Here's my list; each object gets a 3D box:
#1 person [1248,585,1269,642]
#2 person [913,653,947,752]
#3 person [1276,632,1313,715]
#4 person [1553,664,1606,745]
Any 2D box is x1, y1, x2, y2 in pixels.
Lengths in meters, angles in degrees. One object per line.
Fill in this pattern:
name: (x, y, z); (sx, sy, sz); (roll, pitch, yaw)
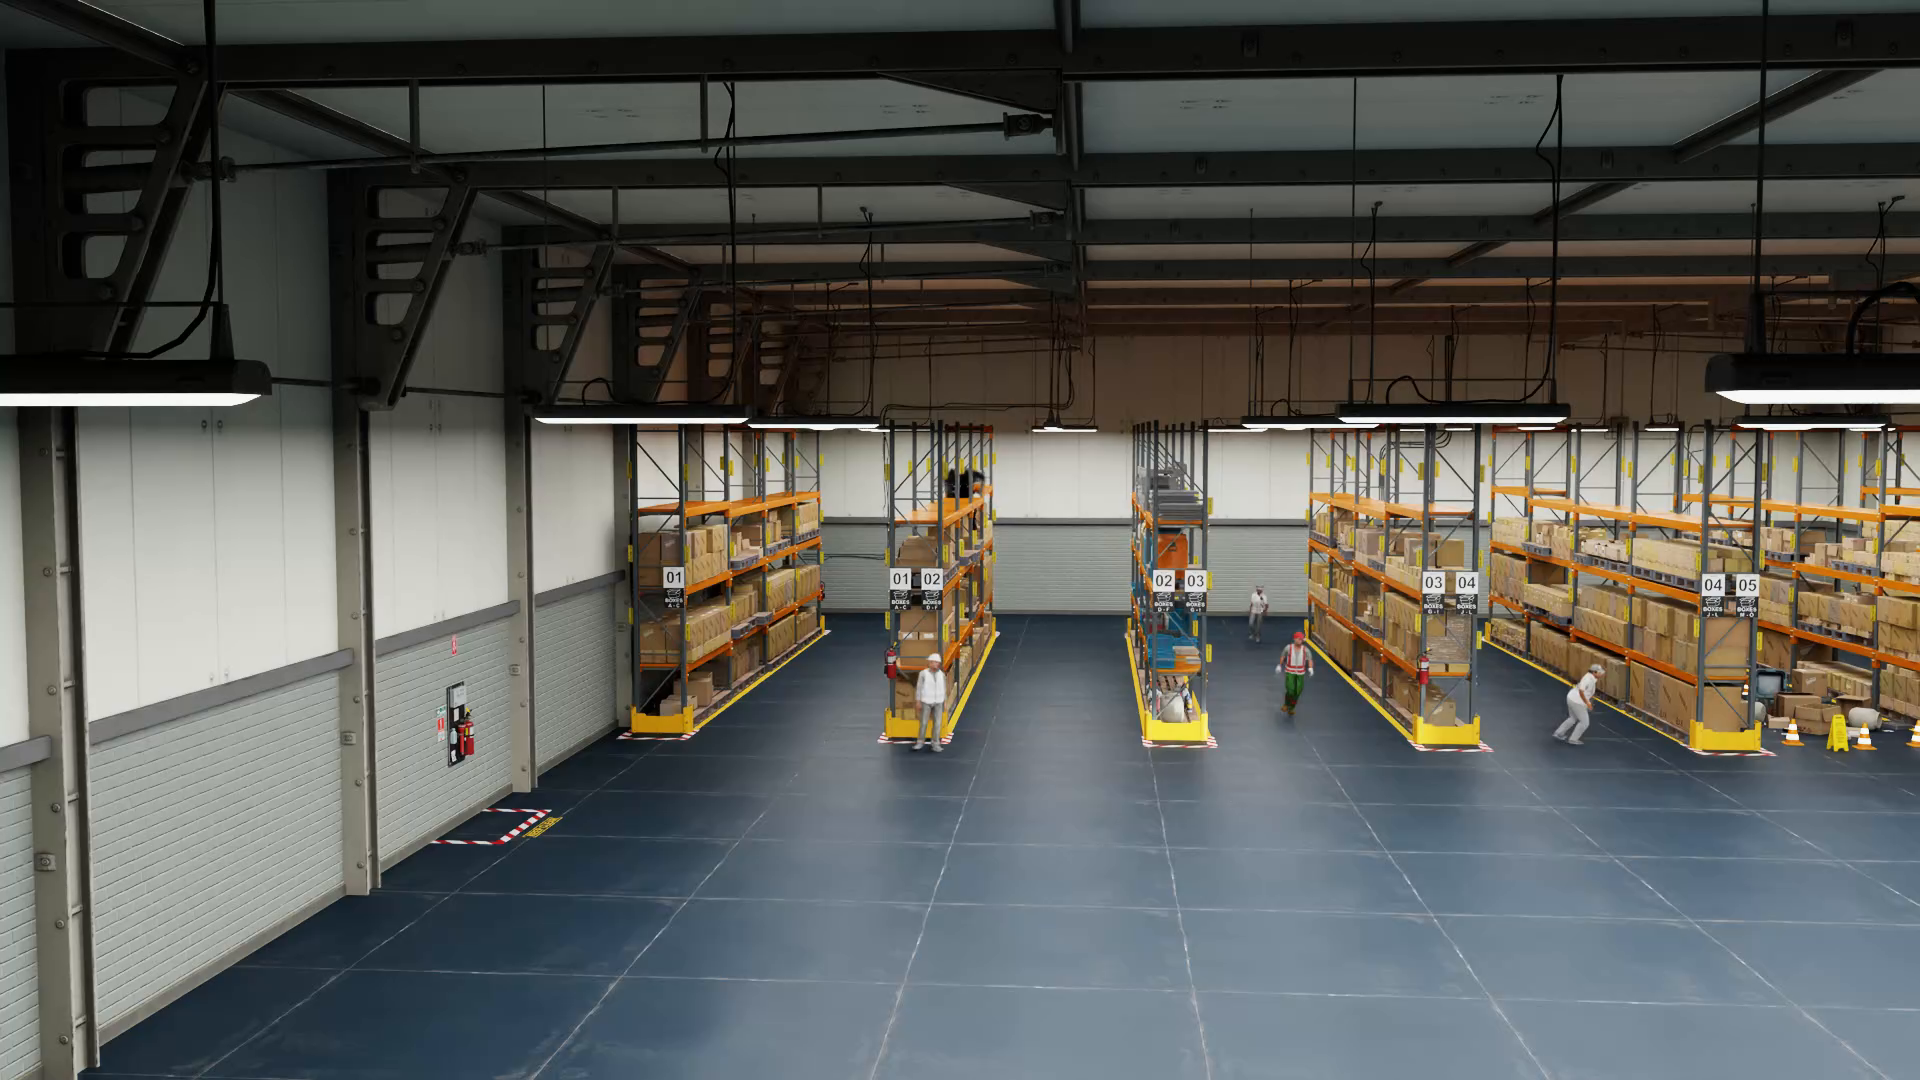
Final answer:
person: (8.208, 2.024, 45.762); (0.584, 1.613, 0.667); (1, 4, 19)
person: (-0.544, 2.935, 30.116); (0.614, 1.776, 0.484); (-2, 4, -23)
person: (6.805, 2.710, 33.692); (0.655, 1.729, 0.816); (0, 4, -3)
person: (11.467, 3.026, 30.774); (0.900, 1.523, 0.650); (1, 4, 20)
